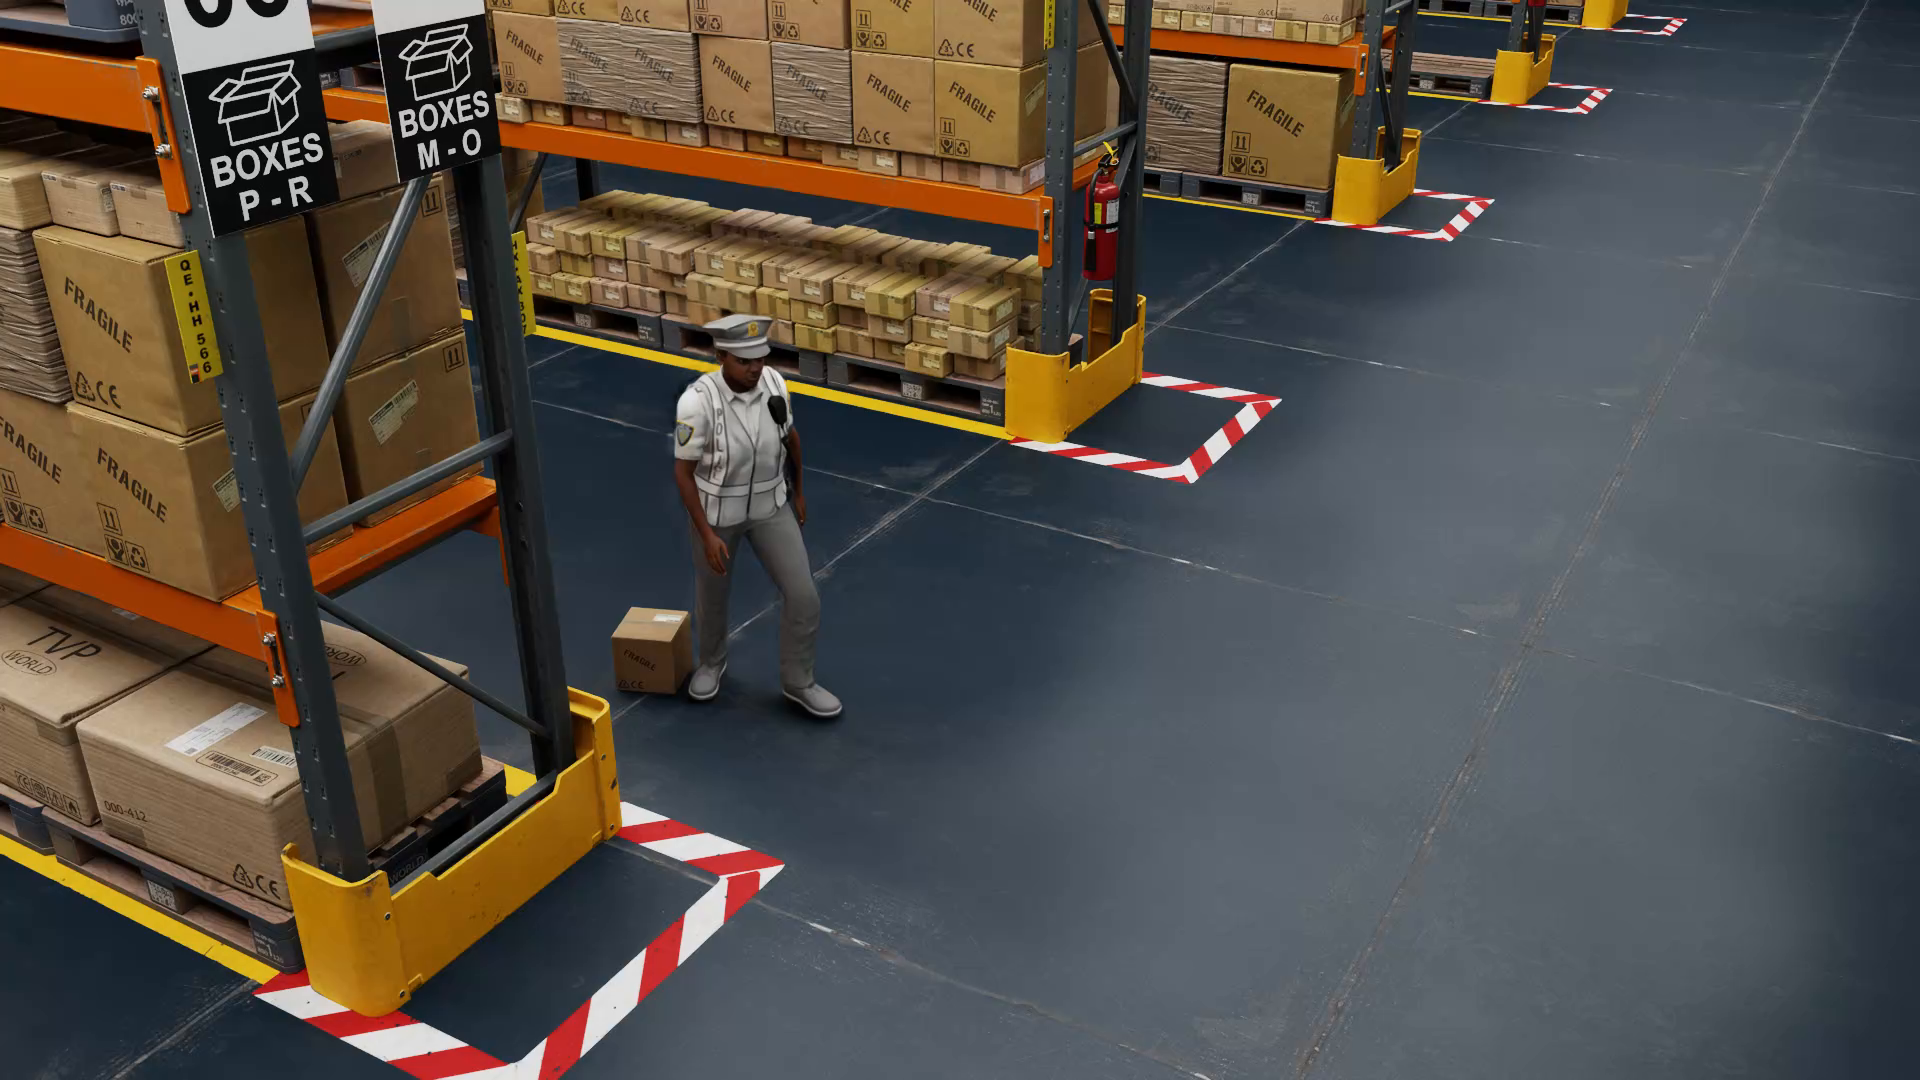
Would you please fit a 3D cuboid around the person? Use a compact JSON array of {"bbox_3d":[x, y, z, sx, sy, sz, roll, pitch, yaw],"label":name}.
[{"bbox_3d":[-0.818,-0.104,6.309,0.553,1.644,0.618,-12,29,-23],"label":"person"}]
